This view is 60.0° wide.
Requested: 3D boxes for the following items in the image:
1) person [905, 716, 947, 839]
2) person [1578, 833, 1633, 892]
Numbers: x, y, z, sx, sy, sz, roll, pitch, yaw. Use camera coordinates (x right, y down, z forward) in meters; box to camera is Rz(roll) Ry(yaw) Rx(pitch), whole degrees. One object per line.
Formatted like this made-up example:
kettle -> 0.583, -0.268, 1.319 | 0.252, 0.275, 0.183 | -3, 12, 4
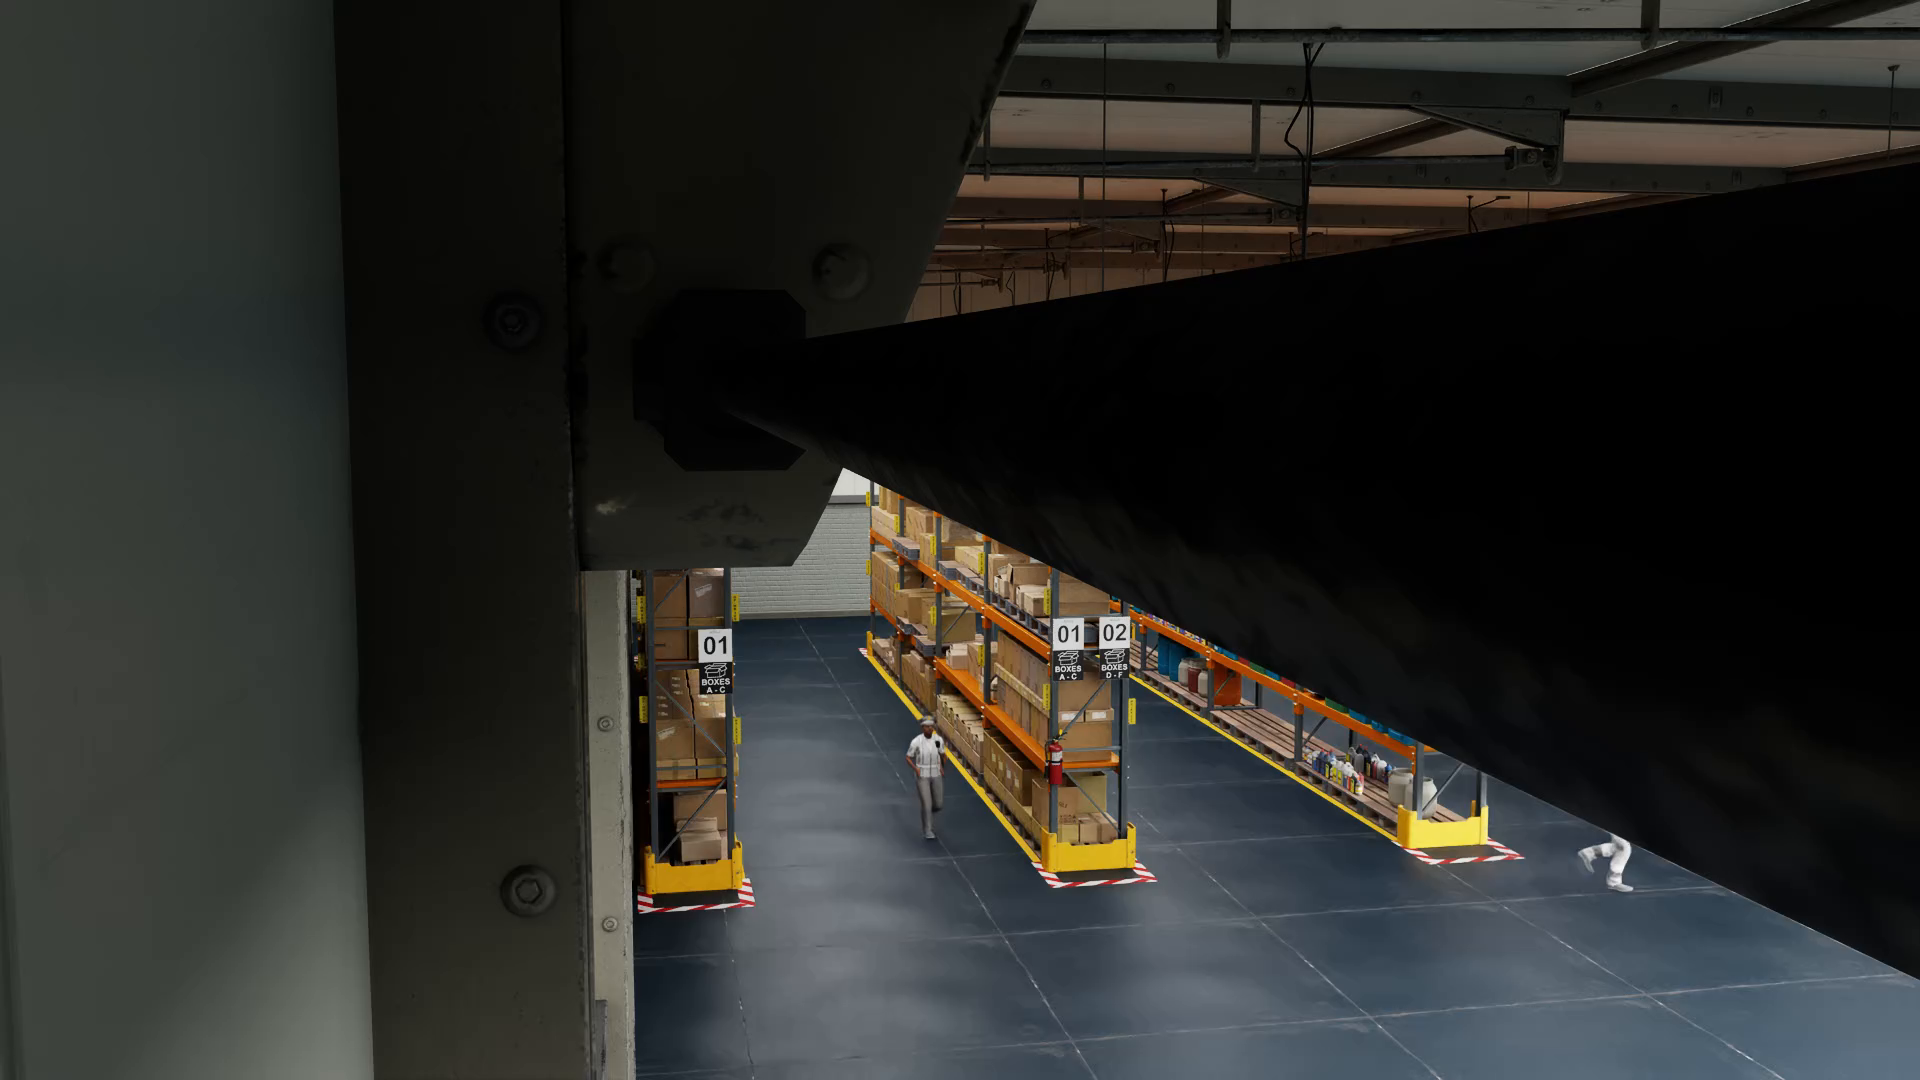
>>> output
person -> -0.444, 3.171, 22.433 | 0.574, 1.644, 0.586 | -2, 6, -16
person -> 7.853, 3.364, 20.126 | 0.681, 1.758, 0.660 | 3, 7, 26
